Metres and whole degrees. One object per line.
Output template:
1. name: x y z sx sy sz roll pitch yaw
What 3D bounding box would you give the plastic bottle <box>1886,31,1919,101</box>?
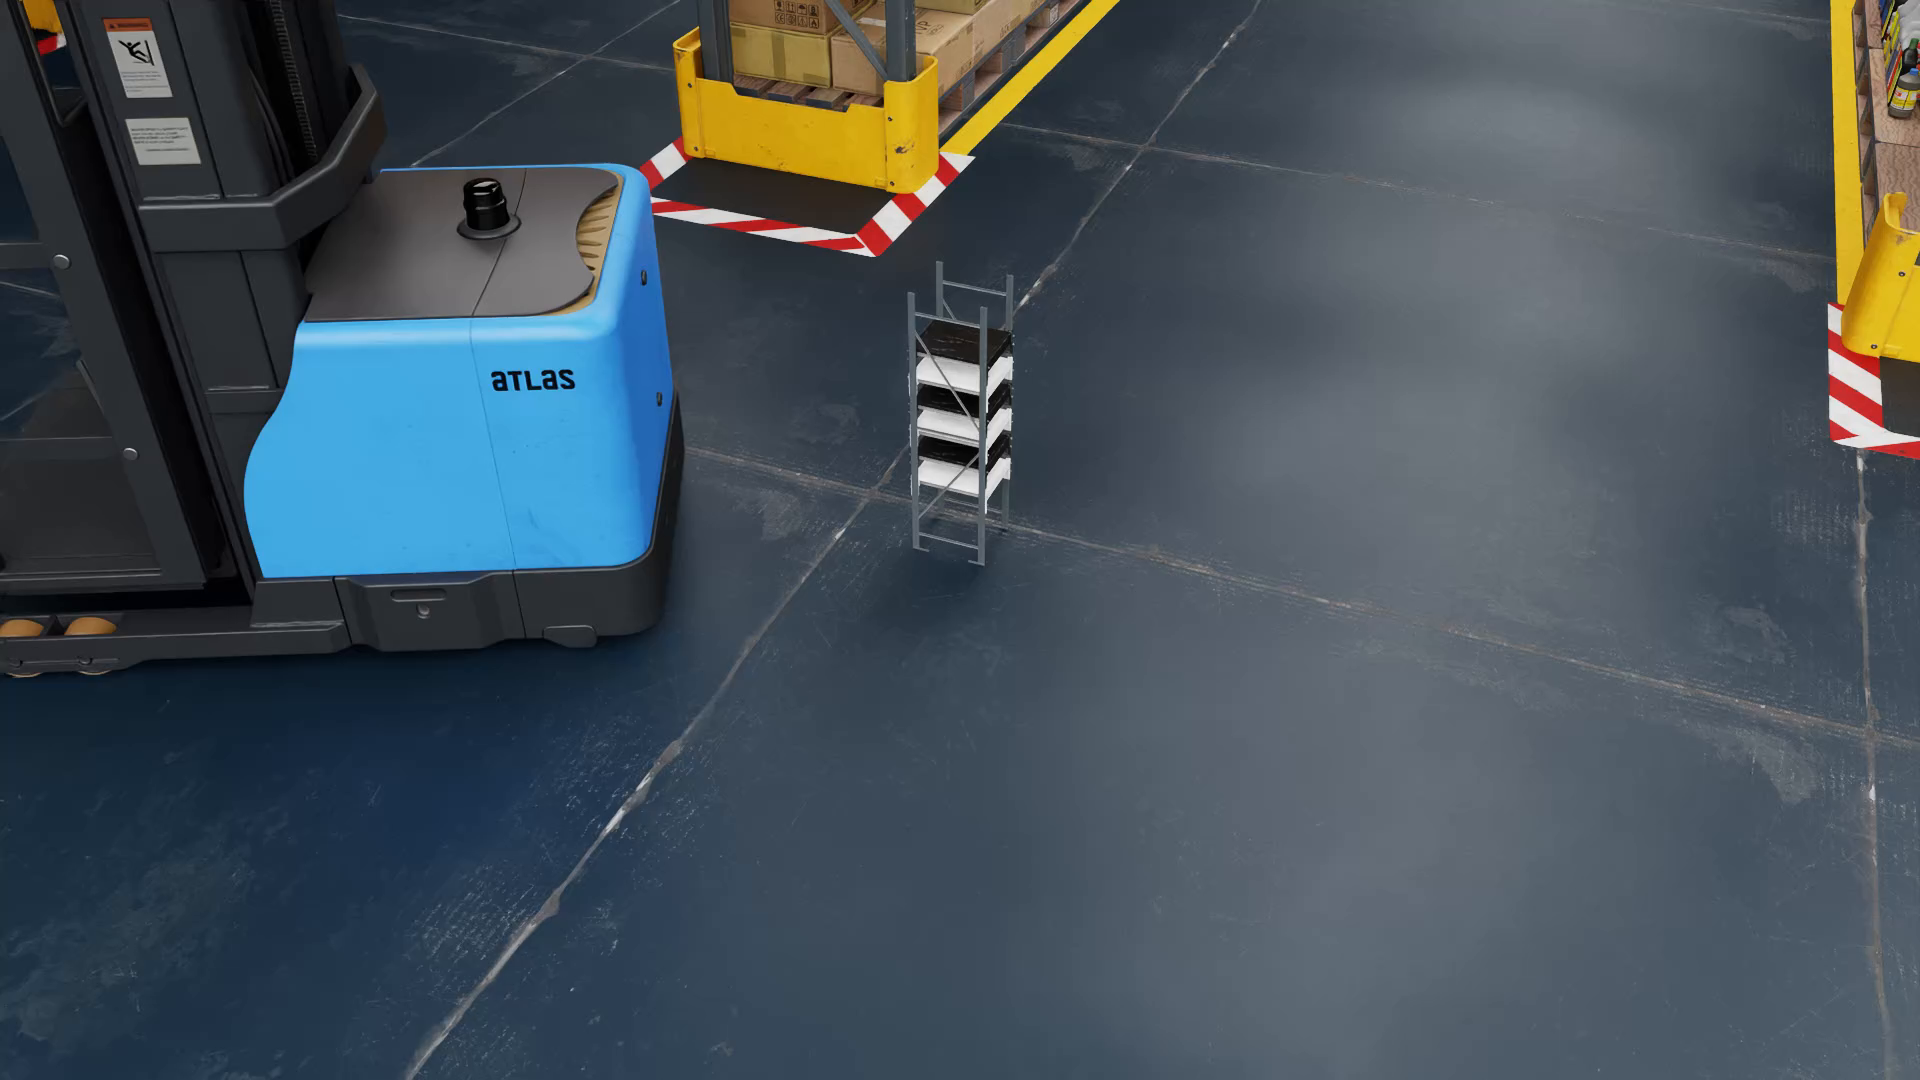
1. plastic bottle: 4.321 -2.151 7.530 0.152 0.276 0.135 14 39 18

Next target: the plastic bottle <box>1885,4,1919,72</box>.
1. plastic bottle: 4.433 -2.350 7.734 0.144 0.351 0.185 15 39 20

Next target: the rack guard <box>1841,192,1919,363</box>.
1. rack guard: 3.892 -0.867 5.992 1.175 0.500 0.348 14 39 18

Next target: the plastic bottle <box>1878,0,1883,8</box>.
1. plastic bottle: 4.804 -2.854 8.470 0.152 0.276 0.135 15 39 19

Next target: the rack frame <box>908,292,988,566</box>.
1. rack frame: -0.036 -0.309 4.911 0.240 0.900 0.006 14 39 18

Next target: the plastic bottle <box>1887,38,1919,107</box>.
1. plastic bottle: 4.227 -2.089 7.441 0.061 0.283 0.133 15 39 19

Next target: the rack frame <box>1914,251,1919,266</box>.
1. rack frame: 3.906 -1.816 5.173 1.000 3.000 0.127 14 39 18

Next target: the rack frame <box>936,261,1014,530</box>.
1. rack frame: 0.042 -0.421 5.062 0.240 0.900 0.006 14 39 18

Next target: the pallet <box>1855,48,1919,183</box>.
1. pallet: 4.672 -1.873 7.580 1.003 0.211 1.213 14 39 18

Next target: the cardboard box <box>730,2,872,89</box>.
1. cardboard box: -0.742 -2.377 7.871 0.500 0.250 0.500 14 39 18

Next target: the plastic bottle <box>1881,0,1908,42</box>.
1. plastic bottle: 4.564 -2.580 8.097 0.061 0.283 0.133 16 40 20

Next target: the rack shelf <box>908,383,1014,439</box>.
1. rack shelf: 0.003 -0.410 4.953 0.258 0.077 0.200 14 39 18

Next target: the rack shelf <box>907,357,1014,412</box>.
1. rack shelf: 0.003 -0.482 4.899 0.258 0.077 0.200 14 39 18

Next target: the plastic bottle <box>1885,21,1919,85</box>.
1. plastic bottle: 4.374 -2.228 7.632 0.152 0.276 0.135 13 39 16

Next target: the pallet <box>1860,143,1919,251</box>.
1. pallet: 4.206 -1.200 6.679 1.003 0.211 1.213 14 39 18

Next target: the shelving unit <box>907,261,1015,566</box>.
1. shelving unit: 0.003 -0.365 4.987 0.258 0.900 0.210 14 39 18

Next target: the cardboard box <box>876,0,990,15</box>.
1. cardboard box: -0.075 -2.837 7.859 0.500 0.500 0.500 14 39 18

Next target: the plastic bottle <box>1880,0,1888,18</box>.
1. plastic bottle: 4.738 -2.793 8.326 0.144 0.351 0.185 15 39 19

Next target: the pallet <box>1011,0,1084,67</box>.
1. pallet: 0.045 -2.935 9.000 1.003 0.211 1.213 14 39 18

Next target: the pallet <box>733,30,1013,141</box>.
1. pallet: -0.421 -2.262 8.100 1.003 0.211 1.213 14 39 18

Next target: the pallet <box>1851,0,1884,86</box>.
1. pallet: 5.134 -2.551 8.486 1.003 0.211 1.213 14 39 18

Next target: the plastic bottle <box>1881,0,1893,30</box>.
1. plastic bottle: 4.666 -2.688 8.186 0.144 0.351 0.185 12 38 16

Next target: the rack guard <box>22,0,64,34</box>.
1. rack guard: -5.227 -3.113 8.997 1.175 0.500 0.348 14 39 18

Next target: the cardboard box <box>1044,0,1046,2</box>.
1. cardboard box: 0.309 -3.089 8.823 0.500 0.250 0.500 14 39 18

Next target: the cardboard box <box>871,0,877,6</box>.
1. cardboard box: -0.563 -2.657 8.245 0.500 0.250 0.500 14 39 18

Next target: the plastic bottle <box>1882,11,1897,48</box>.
1. plastic bottle: 4.536 -2.477 8.029 0.097 0.201 0.097 0 37 0

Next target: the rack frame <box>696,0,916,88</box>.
1. rack frame: -0.673 -2.946 6.686 1.000 3.000 0.127 14 39 18

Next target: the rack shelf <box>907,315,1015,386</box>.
1. rack shelf: 0.003 -0.555 4.845 0.258 0.077 0.200 14 39 18

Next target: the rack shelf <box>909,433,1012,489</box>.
1. rack shelf: 0.003 -0.266 5.060 0.258 0.077 0.200 14 39 18

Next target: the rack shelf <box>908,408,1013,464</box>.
1. rack shelf: 0.003 -0.338 5.007 0.258 0.077 0.200 14 39 18

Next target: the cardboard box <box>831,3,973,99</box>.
1. cardboard box: -0.263 -2.259 7.713 0.500 0.250 0.500 14 39 18

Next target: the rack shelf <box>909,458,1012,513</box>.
1. rack shelf: 0.003 -0.194 5.114 0.258 0.077 0.200 14 39 18

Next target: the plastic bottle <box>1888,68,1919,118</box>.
1. plastic bottle: 4.200 -1.988 7.374 0.097 0.201 0.097 0 37 0

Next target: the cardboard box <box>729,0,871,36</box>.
1. cardboard box: -0.744 -2.678 7.647 0.500 0.500 0.500 14 39 18

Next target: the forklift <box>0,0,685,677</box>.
1. forklift: -2.403 -1.110 4.287 3.031 2.935 1.130 -2 37 -3

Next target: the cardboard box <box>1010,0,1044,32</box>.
1. cardboard box: 0.114 -2.813 8.454 0.500 0.250 0.500 14 39 18

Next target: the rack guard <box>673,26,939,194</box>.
1. rack guard: -0.682 -1.931 7.416 1.175 0.500 0.348 14 39 18

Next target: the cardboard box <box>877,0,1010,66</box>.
1. cardboard box: -0.076 -2.537 8.084 0.500 0.250 0.500 14 39 18

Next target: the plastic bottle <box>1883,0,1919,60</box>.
1. plastic bottle: 4.504 -2.453 7.872 0.144 0.351 0.185 14 39 17
